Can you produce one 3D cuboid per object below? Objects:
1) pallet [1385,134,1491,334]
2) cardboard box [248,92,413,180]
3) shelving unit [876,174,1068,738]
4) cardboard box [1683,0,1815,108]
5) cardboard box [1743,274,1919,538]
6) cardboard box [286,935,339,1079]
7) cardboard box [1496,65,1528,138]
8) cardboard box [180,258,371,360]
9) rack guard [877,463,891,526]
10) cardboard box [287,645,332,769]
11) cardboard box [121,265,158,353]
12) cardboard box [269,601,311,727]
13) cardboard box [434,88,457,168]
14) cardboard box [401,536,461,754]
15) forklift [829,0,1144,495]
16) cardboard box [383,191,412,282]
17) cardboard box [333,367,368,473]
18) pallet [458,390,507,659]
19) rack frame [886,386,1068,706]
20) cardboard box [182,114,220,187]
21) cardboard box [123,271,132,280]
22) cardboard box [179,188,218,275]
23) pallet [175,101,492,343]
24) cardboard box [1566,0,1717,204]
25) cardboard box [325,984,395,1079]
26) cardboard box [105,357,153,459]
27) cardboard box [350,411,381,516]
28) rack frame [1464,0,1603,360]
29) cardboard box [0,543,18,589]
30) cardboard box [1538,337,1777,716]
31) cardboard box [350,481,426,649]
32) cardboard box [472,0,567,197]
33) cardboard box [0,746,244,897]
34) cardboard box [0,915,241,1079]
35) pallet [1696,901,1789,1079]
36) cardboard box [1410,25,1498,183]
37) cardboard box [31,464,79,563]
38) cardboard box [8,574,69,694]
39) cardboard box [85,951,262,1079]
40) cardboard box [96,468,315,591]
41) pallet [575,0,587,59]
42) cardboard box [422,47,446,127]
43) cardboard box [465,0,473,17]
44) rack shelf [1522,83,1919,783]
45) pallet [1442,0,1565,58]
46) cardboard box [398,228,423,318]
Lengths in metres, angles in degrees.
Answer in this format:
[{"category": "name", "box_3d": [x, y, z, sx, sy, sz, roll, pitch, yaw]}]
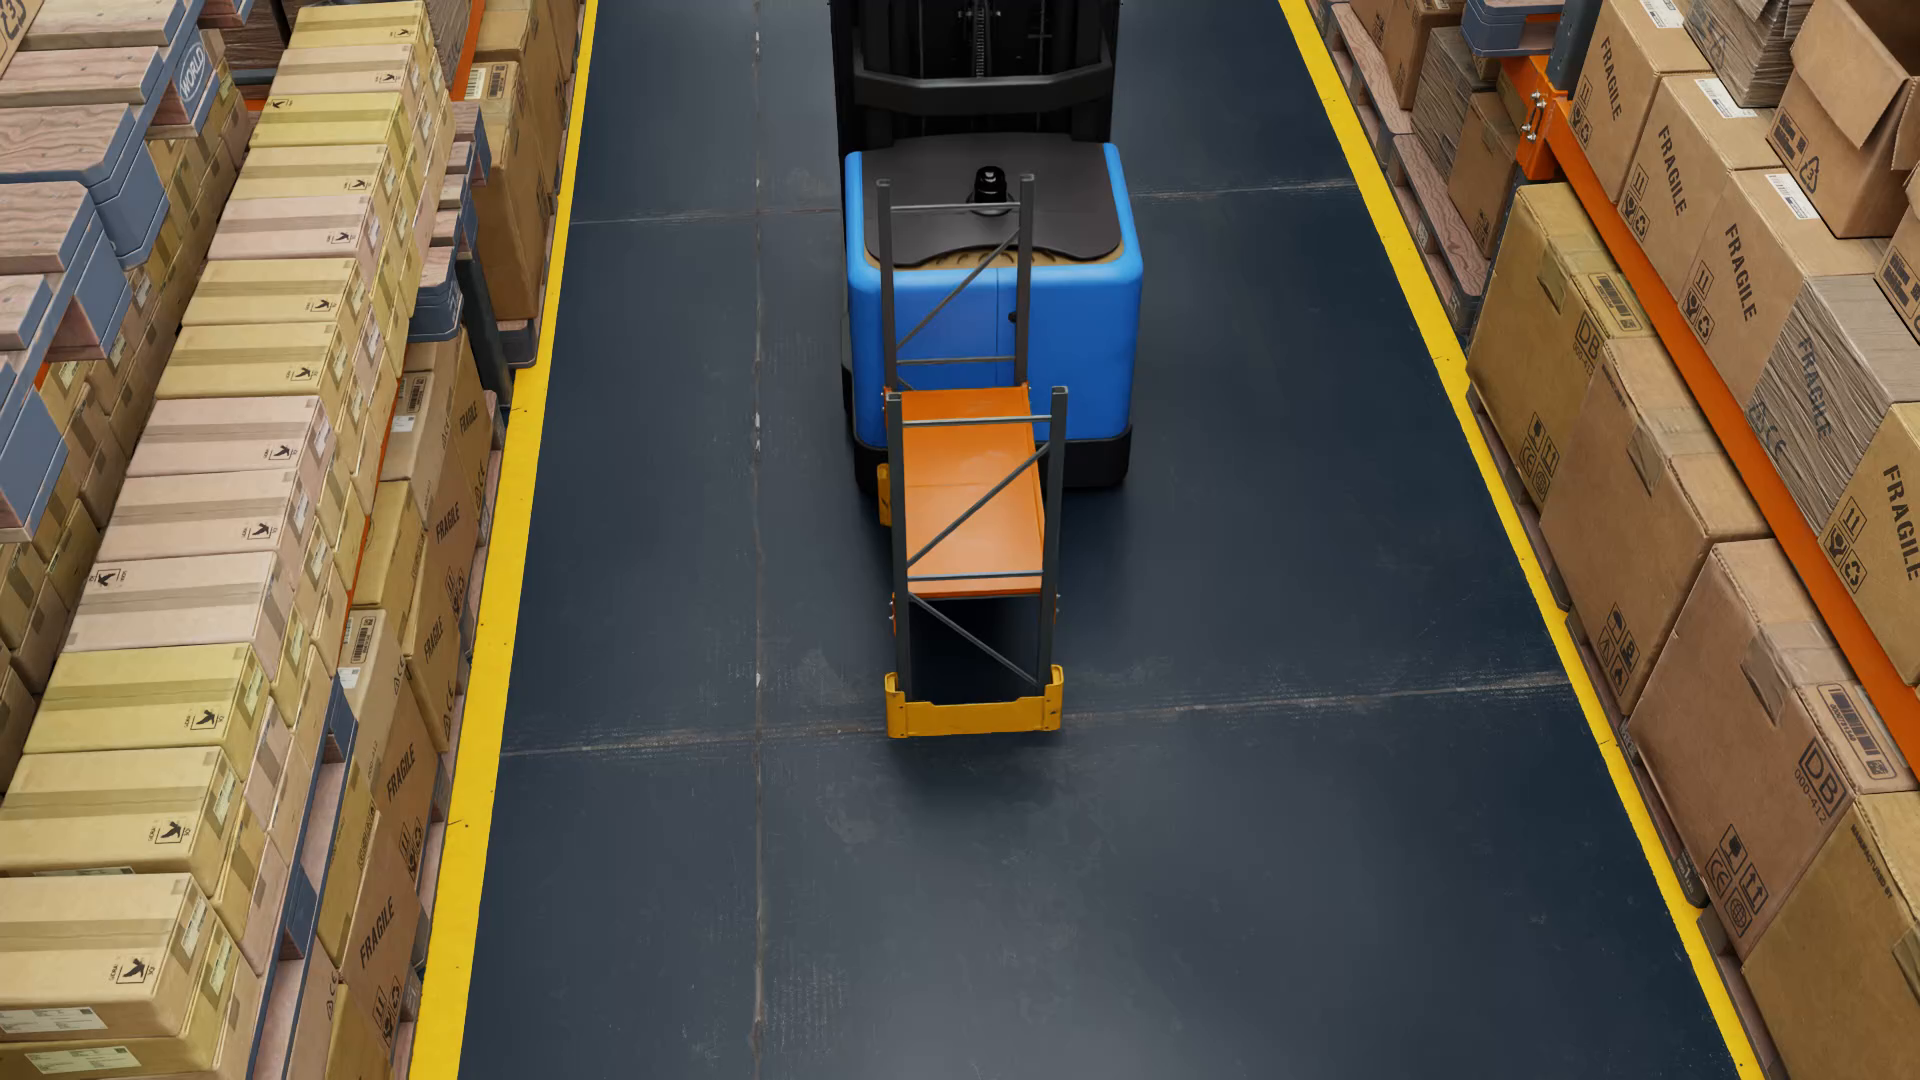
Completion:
[{"category": "pallet", "box_3d": [2.560, -1.412, 7.442, 1.003, 0.211, 1.213, -3, 47, -3]}, {"category": "cardboard box", "box_3d": [-1.788, -1.142, 4.740, 0.380, 0.149, 0.250, -2, 47, -2]}, {"category": "shelving unit", "box_3d": [0.017, -0.249, 5.453, 0.587, 1.500, 1.083, -3, 47, -2]}, {"category": "cardboard box", "box_3d": [2.669, -1.655, 4.992, 0.797, 0.503, 0.637, -2, 47, -2]}, {"category": "cardboard box", "box_3d": [2.525, -0.367, 4.463, 0.500, 0.500, 0.500, -3, 47, -3]}, {"category": "cardboard box", "box_3d": [-1.791, 1.223, 3.942, 0.500, 0.250, 0.500, -5, 47, -5]}, {"category": "cardboard box", "box_3d": [2.538, -1.838, 6.827, 0.500, 0.250, 0.500, -2, 47, -2]}, {"category": "cardboard box", "box_3d": [-1.723, -0.578, 4.205, 0.380, 0.149, 0.250, -1, 47, -1]}, {"category": "rack guard", "box_3d": [-0.013, -0.180, 6.249, 0.587, 0.250, 0.087, -3, 47, -2]}, {"category": "cardboard box", "box_3d": [-1.633, 0.383, 3.706, 0.380, 0.149, 0.250, -3, 47, -3]}, {"category": "cardboard box", "box_3d": [-2.395, -0.624, 4.454, 0.380, 0.149, 0.250, -3, 47, -3]}, {"category": "cardboard box", "box_3d": [-1.635, 0.281, 3.597, 0.380, 0.149, 0.250, -5, 47, -5]}, {"category": "cardboard box", "box_3d": [-1.828, -1.307, 5.305, 0.380, 0.149, 0.250, -3, 47, -3]}, {"category": "cardboard box", "box_3d": [-1.911, 0.355, 5.280, 0.500, 0.500, 0.500, -5, 47, -5]}, {"category": "forklift", "box_3d": [0.040, -2.243, 6.355, 1.130, 2.935, 3.031, -3, 47, -2]}, {"category": "cardboard box", "box_3d": [-1.763, -0.844, 4.662, 0.380, 0.149, 0.250, -3, 47, -3]}, {"category": "cardboard box", "box_3d": [-1.700, -0.288, 4.136, 0.380, 0.149, 0.250, -4, 47, -4]}, {"category": "pallet", "box_3d": [-2.263, -0.053, 6.155, 1.003, 0.211, 1.213, -3, 47, -3]}, {"category": "rack frame", "box_3d": [0.047, 0.113, 5.110, 0.500, 1.500, 0.032, -3, 47, -2]}, {"category": "cardboard box", "box_3d": [-2.462, -1.180, 4.980, 0.380, 0.149, 0.250, -1, 47, -1]}, {"category": "cardboard box", "box_3d": [-2.394, -0.735, 4.354, 0.380, 0.149, 0.250, -2, 47, -1]}, {"category": "cardboard box", "box_3d": [-2.445, -0.910, 4.930, 0.380, 0.149, 0.250, -1, 47, -1]}, {"category": "pallet", "box_3d": [-2.161, -1.002, 5.265, 1.213, 0.211, 1.003, -3, 47, -3]}, {"category": "cardboard box", "box_3d": [2.393, -1.472, 5.509, 0.500, 0.500, 0.500, -2, 47, -2]}, {"category": "cardboard box", "box_3d": [-1.790, 1.481, 4.214, 0.500, 0.500, 0.500, -2, 47, -2]}, {"category": "cardboard box", "box_3d": [-2.378, -0.340, 4.390, 0.380, 0.149, 0.250, -3, 47, -3]}, {"category": "cardboard box", "box_3d": [-1.699, -0.181, 4.240, 0.380, 0.149, 0.250, -5, 47, -5]}, {"category": "rack frame", "box_3d": [2.624, -1.806, 5.894, 1.000, 3.000, 0.127, -3, 47, -3]}, {"category": "cardboard box", "box_3d": [-2.303, 0.026, 3.633, 0.380, 0.149, 0.250, -5, 47, -5]}, {"category": "cardboard box", "box_3d": [2.728, -0.074, 5.428, 1.225, 0.875, 0.875, -3, 47, -3]}, {"category": "cardboard box", "box_3d": [-1.929, 0.092, 5.013, 0.500, 0.250, 0.500, -2, 47, -2]}, {"category": "cardboard box", "box_3d": [-2.365, -2.027, 7.364, 1.050, 0.750, 0.750, -3, 47, -3]}, {"category": "cardboard box", "box_3d": [-1.596, 0.540, 3.147, 0.380, 0.149, 0.250, -2, 47, -2]}, {"category": "cardboard box", "box_3d": [-1.567, 0.843, 3.064, 0.380, 0.149, 0.250, -3, 47, -3]}, {"category": "pallet", "box_3d": [2.819, 1.493, 4.690, 1.003, 0.211, 1.213, -3, 47, -3]}, {"category": "cardboard box", "box_3d": [2.489, -1.982, 7.479, 0.700, 0.500, 0.500, -7, 47, -7]}, {"category": "cardboard box", "box_3d": [-2.336, -0.073, 3.932, 0.380, 0.149, 0.250, -3, 47, -3]}, {"category": "cardboard box", "box_3d": [-2.314, 0.233, 3.848, 0.380, 0.149, 0.250, -5, 47, -5]}, {"category": "cardboard box", "box_3d": [-1.567, 0.946, 3.172, 0.380, 0.149, 0.250, -6, 47, -5]}, {"category": "cardboard box", "box_3d": [-1.656, -0.012, 3.669, 0.380, 0.149, 0.250, -4, 47, -4]}, {"category": "pallet", "box_3d": [-2.522, -2.959, 8.907, 1.003, 0.211, 1.213, -3, 47, -3]}, {"category": "cardboard box", "box_3d": [-1.832, -1.408, 5.196, 0.380, 0.149, 0.250, -3, 47, -2]}, {"category": "cardboard box", "box_3d": [-2.141, -2.321, 6.313, 0.500, 0.500, 0.500, -4, 47, -4]}, {"category": "rack shelf", "box_3d": [2.791, -0.111, 4.785, 1.077, 0.370, 4.000, -3, 47, -3]}, {"category": "pallet", "box_3d": [2.458, -2.249, 6.446, 1.213, 0.211, 1.003, -3, 47, -3]}, {"category": "cardboard box", "box_3d": [-1.770, -0.760, 4.788, 0.380, 0.149, 0.250, -4, 47, -4]}]
